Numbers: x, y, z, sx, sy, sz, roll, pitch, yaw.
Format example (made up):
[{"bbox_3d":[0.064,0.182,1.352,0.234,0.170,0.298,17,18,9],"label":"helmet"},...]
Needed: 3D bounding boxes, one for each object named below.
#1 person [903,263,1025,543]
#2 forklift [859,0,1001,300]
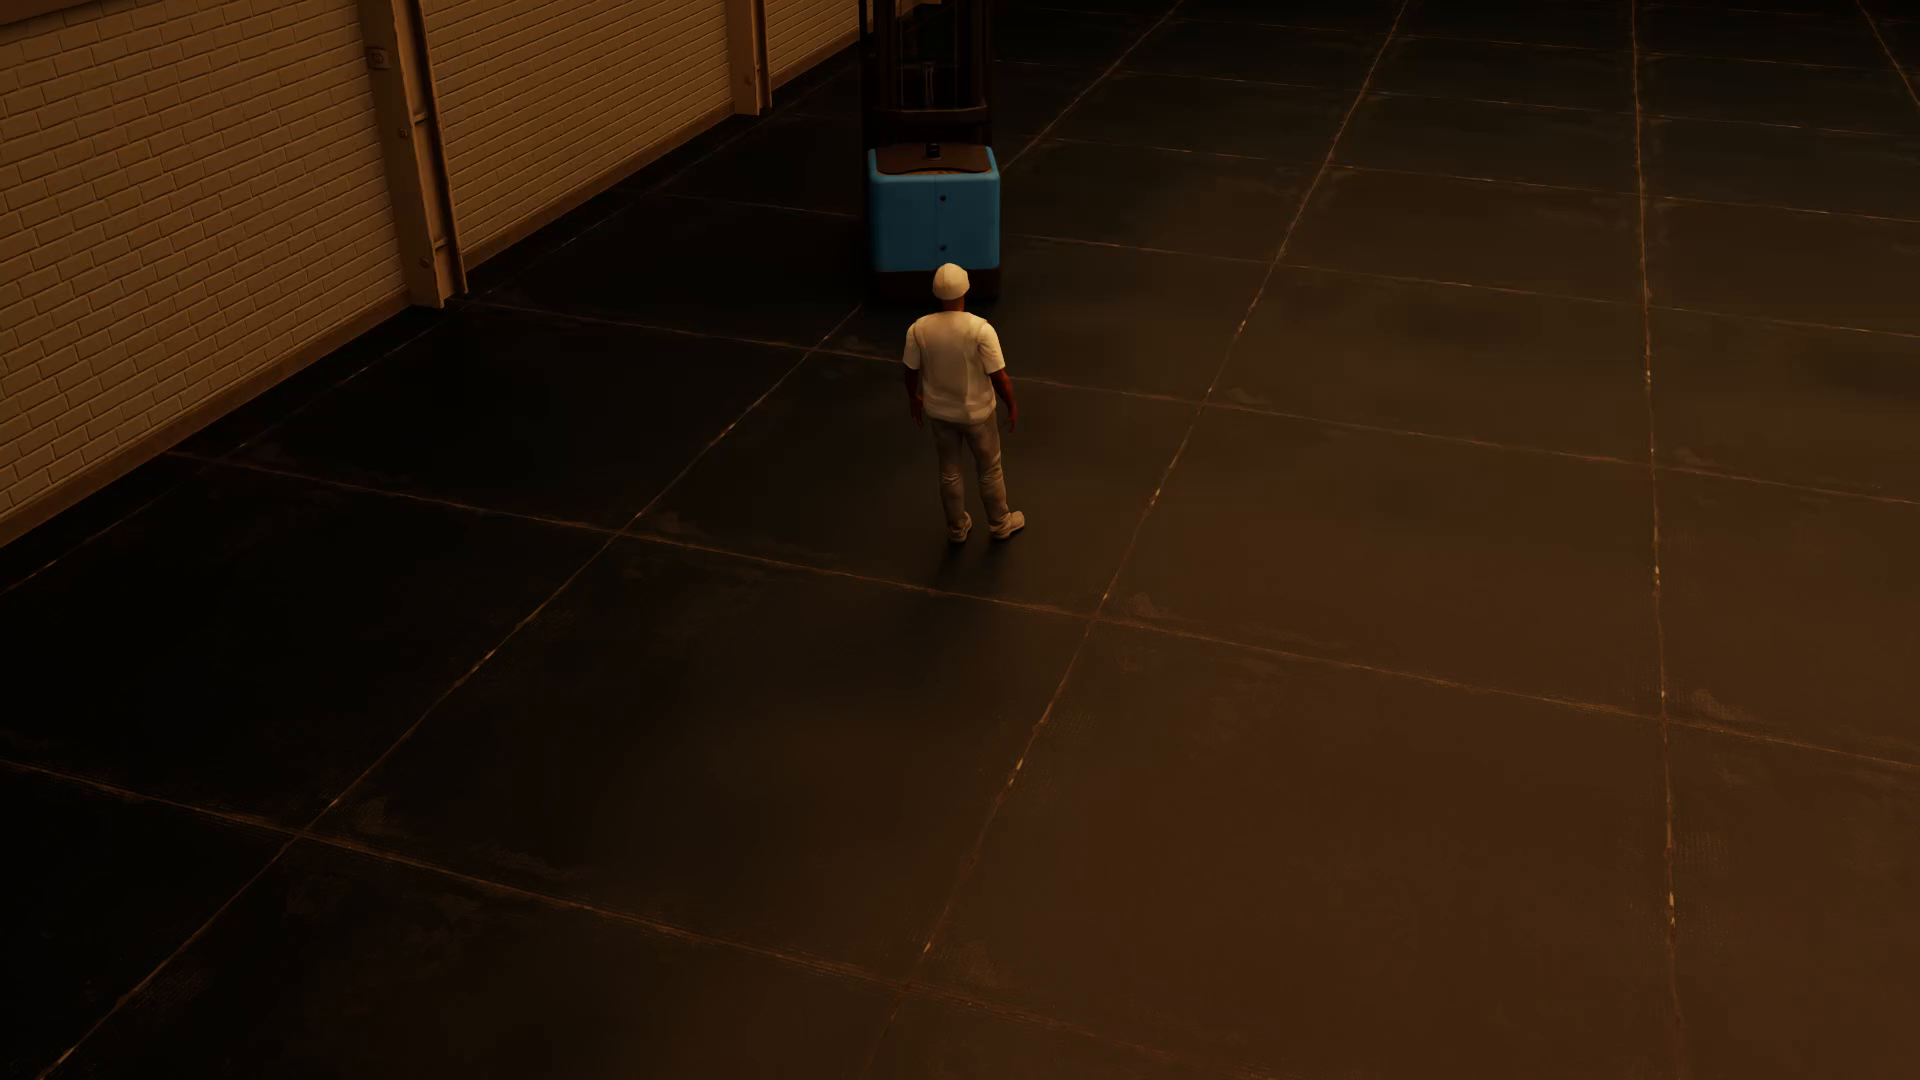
[{"bbox_3d":[0.029,-0.805,9.710,0.665,1.765,0.577,10,31,16],"label":"person"},{"bbox_3d":[-0.293,-3.894,13.968,1.130,2.935,3.031,-2,30,-4],"label":"forklift"}]
